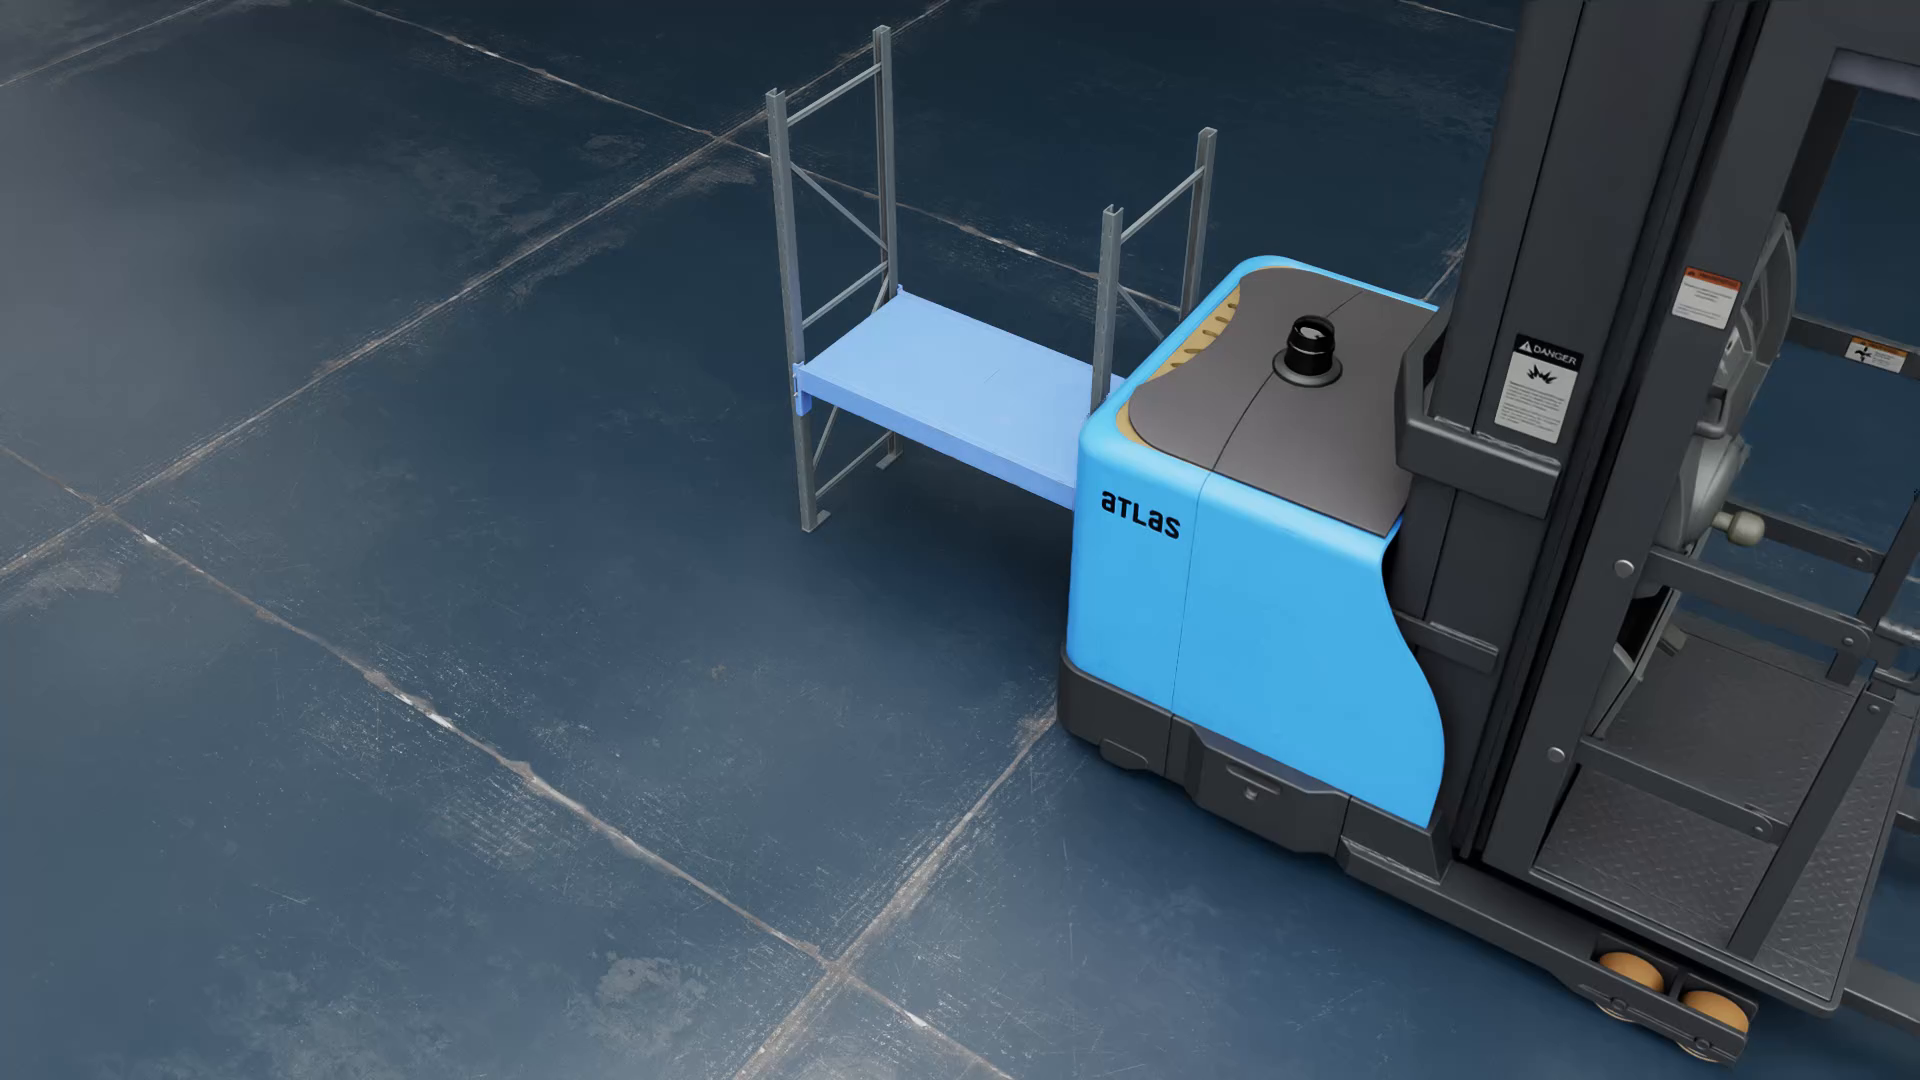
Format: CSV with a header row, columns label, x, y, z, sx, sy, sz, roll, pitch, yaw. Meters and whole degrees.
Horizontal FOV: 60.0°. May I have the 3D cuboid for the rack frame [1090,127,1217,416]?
label,x,y,z,sx,sy,sz,roll,pitch,yaw
rack frame,0.486,-0.332,4.496,0.032,1.500,0.500,25,48,25

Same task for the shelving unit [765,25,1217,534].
label,x,y,z,sx,sy,sz,roll,pitch,yaw
shelving unit,0.070,-0.526,4.713,1.048,1.500,0.538,25,48,25

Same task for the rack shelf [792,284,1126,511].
label,x,y,z,sx,sy,sz,roll,pitch,yaw
rack shelf,0.070,-0.392,4.833,1.000,0.185,0.538,25,48,25

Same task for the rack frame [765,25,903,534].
label,x,y,z,sx,sy,sz,roll,pitch,yaw
rack frame,-0.346,-0.721,4.931,0.032,1.500,0.500,25,48,25

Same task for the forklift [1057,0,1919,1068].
label,x,y,z,sx,sy,sz,roll,pitch,yaw
forklift,1.782,-0.284,3.369,3.031,2.935,1.130,24,47,24
